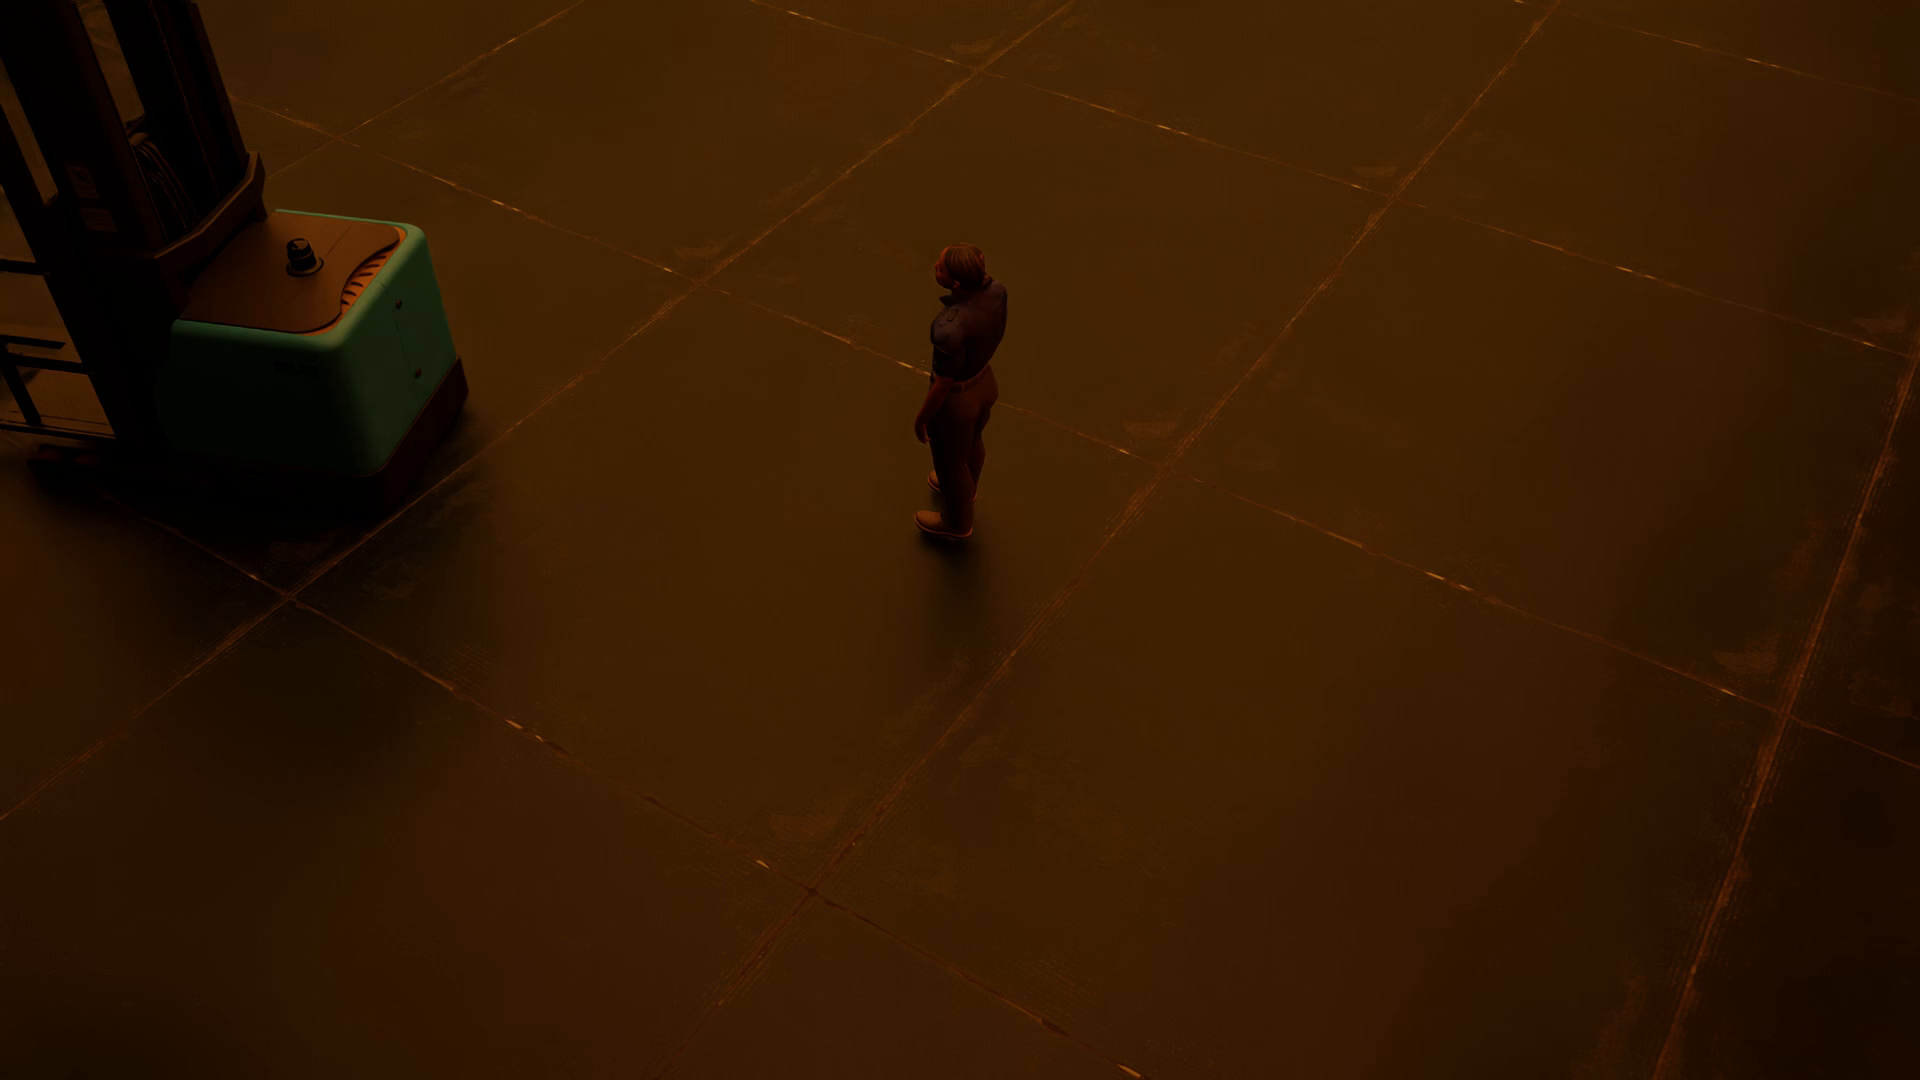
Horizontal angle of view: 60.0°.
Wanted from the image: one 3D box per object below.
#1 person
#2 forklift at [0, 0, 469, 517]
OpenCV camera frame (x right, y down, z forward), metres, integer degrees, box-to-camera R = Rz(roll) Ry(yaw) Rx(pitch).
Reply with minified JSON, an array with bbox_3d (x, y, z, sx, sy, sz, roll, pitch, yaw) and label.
[{"bbox_3d":[-0.063,-0.679,7.424,0.504,1.654,0.569,24,48,23],"label":"person"},{"bbox_3d":[-4.134,-1.678,7.619,3.031,2.935,1.130,8,44,8],"label":"forklift"}]
